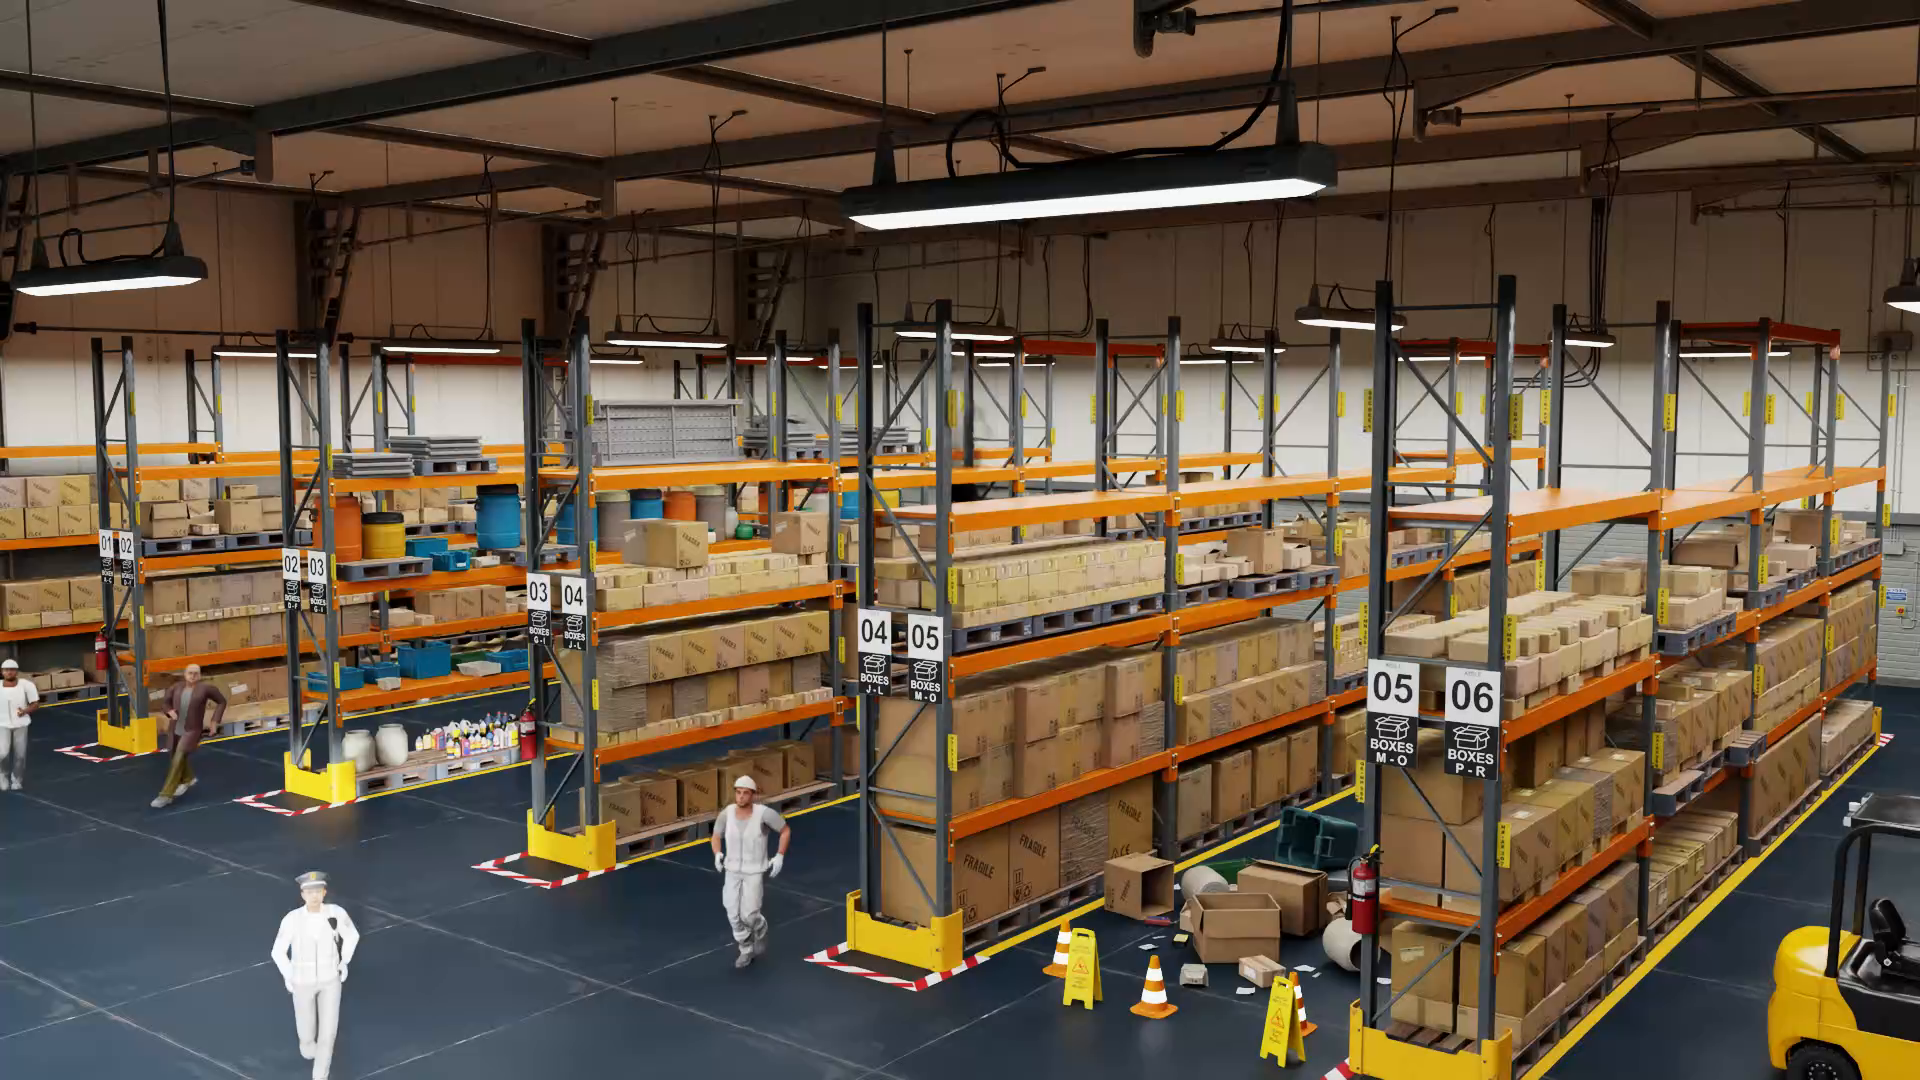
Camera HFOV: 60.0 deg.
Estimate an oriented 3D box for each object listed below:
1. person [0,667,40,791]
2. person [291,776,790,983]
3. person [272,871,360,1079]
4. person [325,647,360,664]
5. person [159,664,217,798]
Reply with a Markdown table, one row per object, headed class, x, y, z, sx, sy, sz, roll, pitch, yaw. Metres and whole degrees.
| class | x | y | z | sx | sy | sz | roll | pitch | yaw |
| --- | --- | --- | --- | --- | --- | --- | --- | --- | --- |
| person | -12.321 | 2.431 | 21.584 | 0.690 | 1.694 | 0.644 | -3 | 6 | -31 |
| person | -3.280 | 3.076 | 13.667 | 2.841 | 1.684 | 3.647 | 1 | 5 | 11 |
| person | -4.787 | 3.268 | 12.395 | 0.617 | 1.671 | 0.696 | -2 | 5 | -25 |
| person | -11.077 | 1.685 | 29.565 | 0.662 | 1.768 | 0.989 | 2 | 6 | 25 |
| person | -9.766 | 2.522 | 21.065 | 0.691 | 1.425 | 0.815 | 1 | 5 | 7 |
